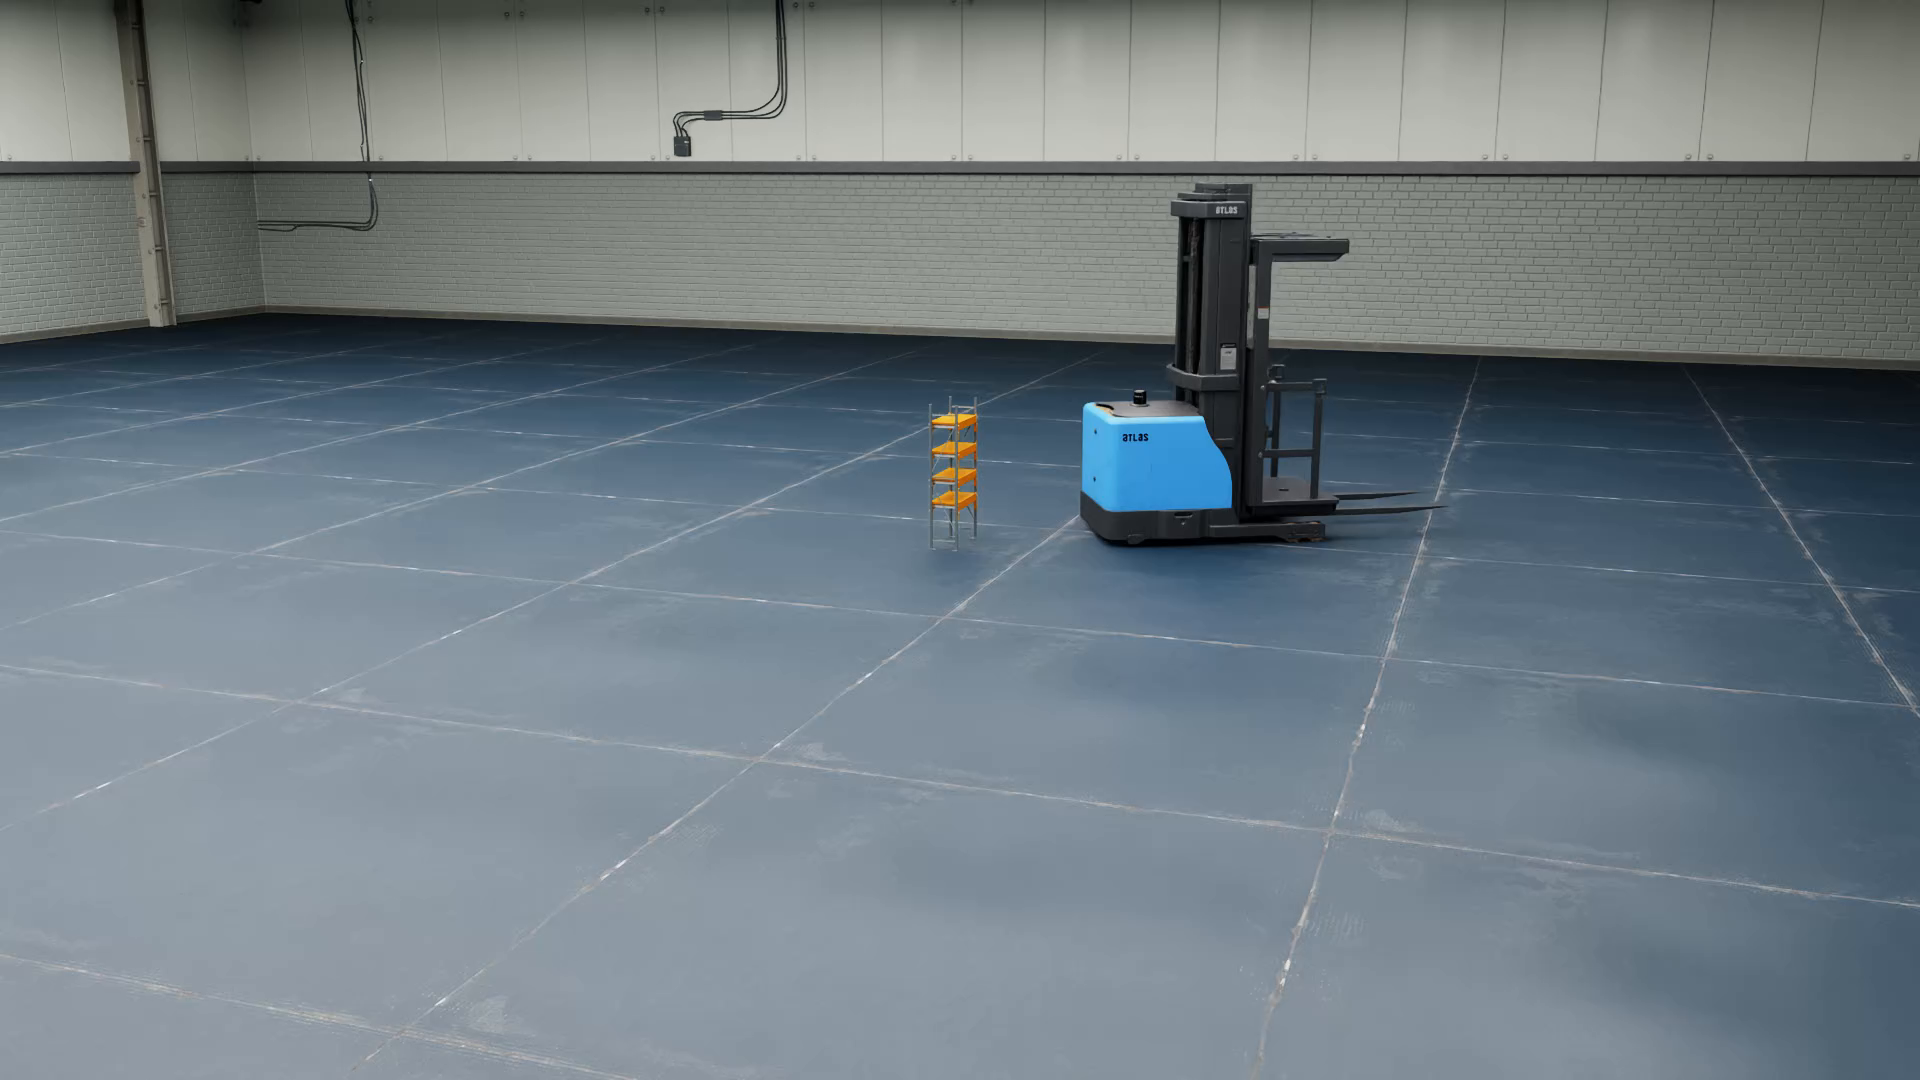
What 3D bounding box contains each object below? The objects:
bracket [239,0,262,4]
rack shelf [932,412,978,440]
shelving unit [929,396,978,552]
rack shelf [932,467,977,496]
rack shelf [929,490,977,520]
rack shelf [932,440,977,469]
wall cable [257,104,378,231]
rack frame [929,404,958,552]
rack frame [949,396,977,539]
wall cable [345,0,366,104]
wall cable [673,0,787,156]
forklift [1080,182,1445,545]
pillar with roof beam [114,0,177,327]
[{"bbox_3d":[-14.187,-10.854,33.232,0.235,0.232,0.430,4,14,18],"label":"bracket"},{"bbox_3d":[-0.054,-0.933,13.614,0.258,0.148,0.480,4,14,18],"label":"rack shelf"},{"bbox_3d":[-0.054,-0.550,13.702,0.258,1.200,0.503,4,14,18],"label":"shelving unit"},{"bbox_3d":[-0.054,-0.485,13.717,0.258,0.148,0.480,4,14,18],"label":"rack shelf"},{"bbox_3d":[-0.054,-0.291,13.761,0.258,0.148,0.480,4,14,18],"label":"rack shelf"},{"bbox_3d":[-0.054,-0.703,13.667,0.258,0.148,0.480,4,14,18],"label":"rack shelf"},{"bbox_3d":[-13.220,-7.550,33.821,3.097,2.526,0.112,4,14,18],"label":"wall cable"},{"bbox_3d":[-0.133,-0.499,13.477,0.240,1.200,0.015,4,14,18],"label":"rack frame"},{"bbox_3d":[0.025,-0.601,13.927,0.240,1.200,0.015,4,14,18],"label":"rack frame"},{"bbox_3d":[-10.660,-9.817,32.406,3.097,2.526,0.112,4,14,18],"label":"wall cable"},{"bbox_3d":[-4.242,-10.035,30.088,2.305,6.003,0.169,4,14,18],"label":"wall cable"},{"bbox_3d":[2.614,-1.522,14.067,3.031,2.935,1.130,-2,13,-9],"label":"forklift"},{"bbox_3d":[-11.351,-8.229,29.817,9.100,9.000,0.548,4,14,18],"label":"pillar with roof beam"}]
